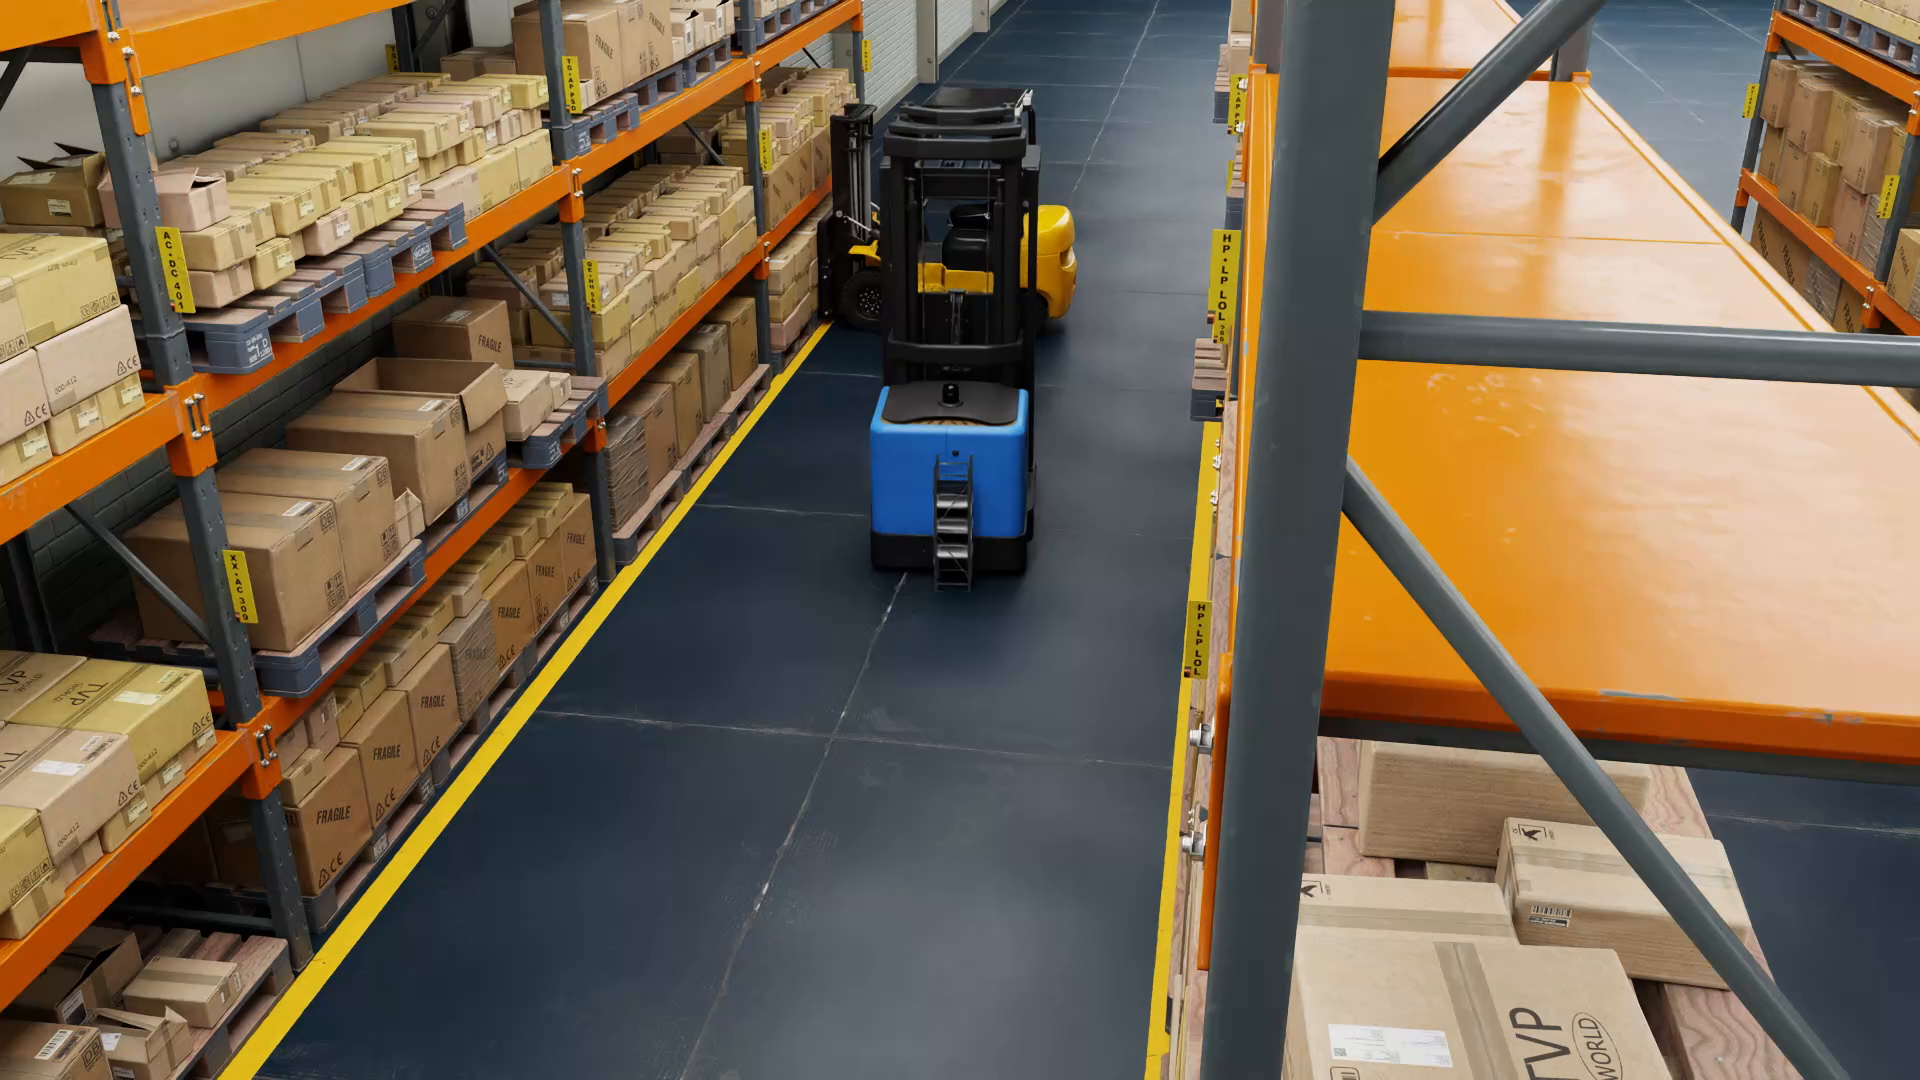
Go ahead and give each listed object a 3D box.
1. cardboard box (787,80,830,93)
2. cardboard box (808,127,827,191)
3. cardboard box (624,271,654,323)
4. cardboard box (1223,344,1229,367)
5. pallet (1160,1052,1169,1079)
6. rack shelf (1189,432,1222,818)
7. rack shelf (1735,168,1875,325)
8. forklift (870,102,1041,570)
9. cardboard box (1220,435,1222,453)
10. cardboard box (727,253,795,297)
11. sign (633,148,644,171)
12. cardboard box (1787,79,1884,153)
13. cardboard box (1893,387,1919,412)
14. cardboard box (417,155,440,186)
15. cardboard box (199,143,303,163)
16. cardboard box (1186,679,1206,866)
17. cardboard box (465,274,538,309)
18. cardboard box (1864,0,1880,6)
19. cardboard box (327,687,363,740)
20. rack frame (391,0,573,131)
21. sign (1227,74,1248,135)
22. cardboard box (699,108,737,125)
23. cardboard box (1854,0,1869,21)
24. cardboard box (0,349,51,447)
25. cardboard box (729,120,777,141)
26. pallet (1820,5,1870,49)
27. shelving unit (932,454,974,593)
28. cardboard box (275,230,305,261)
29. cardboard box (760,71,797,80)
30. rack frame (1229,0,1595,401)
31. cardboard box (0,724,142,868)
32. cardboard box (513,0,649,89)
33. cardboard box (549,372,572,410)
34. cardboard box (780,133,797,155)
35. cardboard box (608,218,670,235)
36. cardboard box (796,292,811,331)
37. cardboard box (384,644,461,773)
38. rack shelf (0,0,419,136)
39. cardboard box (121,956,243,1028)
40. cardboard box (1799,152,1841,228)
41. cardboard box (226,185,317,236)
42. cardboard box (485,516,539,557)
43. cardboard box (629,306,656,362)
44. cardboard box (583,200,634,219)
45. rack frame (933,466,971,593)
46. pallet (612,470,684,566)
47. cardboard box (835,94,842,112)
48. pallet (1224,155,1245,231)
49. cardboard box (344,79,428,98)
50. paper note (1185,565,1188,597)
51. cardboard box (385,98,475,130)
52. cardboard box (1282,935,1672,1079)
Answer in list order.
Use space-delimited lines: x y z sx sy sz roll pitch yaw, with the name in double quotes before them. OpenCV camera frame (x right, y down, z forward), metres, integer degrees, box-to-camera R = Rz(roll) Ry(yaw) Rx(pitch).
"cardboard box" -1.503 -4.463 16.512 0.380 0.149 0.250 4 25 9
"cardboard box" -1.583 -3.649 15.889 0.500 0.500 0.500 4 25 9
"cardboard box" -2.424 -1.660 11.345 0.500 0.250 0.500 5 26 10
"cardboard box" 1.877 -1.360 10.154 0.500 0.500 0.500 3 25 7
"pallet" 1.222 2.468 6.229 1.003 0.211 1.213 4 25 9
"rack shelf" 1.750 0.381 8.245 1.077 0.370 4.000 4 25 9
"rack shelf" 7.958 -2.664 14.751 1.077 0.370 4.000 4 25 9
"forklift" 0.009 -1.712 11.950 1.130 2.935 3.031 2 25 3
"cardboard box" 1.571 -0.321 8.484 0.500 0.250 0.500 4 25 8
"cardboard box" -1.778 -2.374 14.853 0.500 0.250 0.500 4 25 8
"sign" -2.715 -3.262 14.066 0.100 0.325 0.005 4 25 9
"cardboard box" 7.961 -3.769 14.814 0.875 0.550 0.550 4 25 9
"cardboard box" 7.618 -1.059 12.632 1.050 0.750 0.750 4 25 8
"cardboard box" -2.877 -1.893 8.424 0.380 0.149 0.250 5 26 10
"cardboard box" -3.278 -1.736 7.714 0.380 0.149 0.250 4 25 9
"cardboard box" 1.586 1.021 8.041 0.875 0.875 0.875 5 26 10
"cardboard box" -2.967 -1.612 10.773 0.380 0.149 0.250 5 26 10
"cardboard box" 7.625 -4.458 13.410 0.500 0.250 0.500 4 25 8
"cardboard box" -3.153 0.837 8.112 0.380 0.149 0.250 3 25 6
"rack frame" -2.820 -3.840 9.340 1.000 3.000 0.127 4 25 9
"sign" 1.542 -2.412 9.217 0.100 0.325 0.005 4 25 9
"cardboard box" -2.259 -3.854 15.212 0.380 0.149 0.250 4 25 8
"cardboard box" 7.581 -4.341 13.630 0.380 0.149 0.250 4 25 8
"cardboard box" -3.381 -0.438 5.436 0.500 0.250 0.500 3 25 7
"cardboard box" -1.836 -3.606 14.681 0.380 0.149 0.250 4 25 8
"pallet" 7.977 -4.322 14.011 1.003 0.211 1.213 4 25 9
"shelving unit" -0.043 -0.104 10.910 0.258 0.900 0.210 2 25 3
"cardboard box" -3.012 -1.247 7.020 0.380 0.149 0.250 4 25 9
"cardboard box" -1.884 -4.710 17.041 0.380 0.149 0.250 5 26 10
"rack frame" 1.423 -1.825 5.034 1.000 3.000 0.127 4 25 9
"cardboard box" -3.384 0.923 6.065 0.500 0.250 0.500 4 25 9
"cardboard box" -2.478 -3.267 10.921 0.700 0.500 0.500 4 25 8
"cardboard box" -2.549 -0.898 9.932 0.380 0.149 0.250 4 25 9
"cardboard box" -1.686 -3.568 14.951 0.380 0.149 0.250 5 25 10
"cardboard box" -2.330 -2.231 12.095 0.380 0.149 0.250 4 25 9
"cardboard box" -1.693 -2.134 15.519 0.500 0.250 0.500 3 25 7
"cardboard box" -3.010 0.873 8.800 0.500 0.500 0.500 3 25 7
"rack shelf" -3.147 -2.497 7.790 1.077 0.370 4.000 4 25 9
"cardboard box" -3.275 1.904 7.011 0.380 0.149 0.250 3 25 7
"cardboard box" 7.939 -3.054 14.560 0.875 0.550 0.500 4 25 9
"cardboard box" -2.936 -1.379 6.953 0.380 0.149 0.250 4 25 8
"cardboard box" -2.752 -0.028 9.959 0.380 0.149 0.250 3 25 7
"cardboard box" -2.420 -1.434 11.452 0.500 0.250 0.500 3 25 7
"cardboard box" -2.696 -2.474 12.613 0.380 0.149 0.250 4 25 8
"rack frame" -0.050 -0.061 10.818 0.240 0.900 0.006 2 25 3
"pallet" -2.647 -0.202 11.932 1.003 0.211 1.213 4 25 9
"cardboard box" -1.409 -4.431 16.794 0.380 0.149 0.250 4 25 10
"pallet" 2.024 -1.781 8.701 1.213 0.211 1.003 5 26 11
"cardboard box" -3.224 -2.490 9.349 0.380 0.149 0.250 4 25 9
"paper note" 0.539 0.096 3.969 0.006 0.032 0.123 4 25 9
"cardboard box" -2.809 -2.244 8.823 0.380 0.149 0.250 4 25 8
"cardboard box" 0.754 0.844 2.433 0.500 0.250 0.500 2 25 4
